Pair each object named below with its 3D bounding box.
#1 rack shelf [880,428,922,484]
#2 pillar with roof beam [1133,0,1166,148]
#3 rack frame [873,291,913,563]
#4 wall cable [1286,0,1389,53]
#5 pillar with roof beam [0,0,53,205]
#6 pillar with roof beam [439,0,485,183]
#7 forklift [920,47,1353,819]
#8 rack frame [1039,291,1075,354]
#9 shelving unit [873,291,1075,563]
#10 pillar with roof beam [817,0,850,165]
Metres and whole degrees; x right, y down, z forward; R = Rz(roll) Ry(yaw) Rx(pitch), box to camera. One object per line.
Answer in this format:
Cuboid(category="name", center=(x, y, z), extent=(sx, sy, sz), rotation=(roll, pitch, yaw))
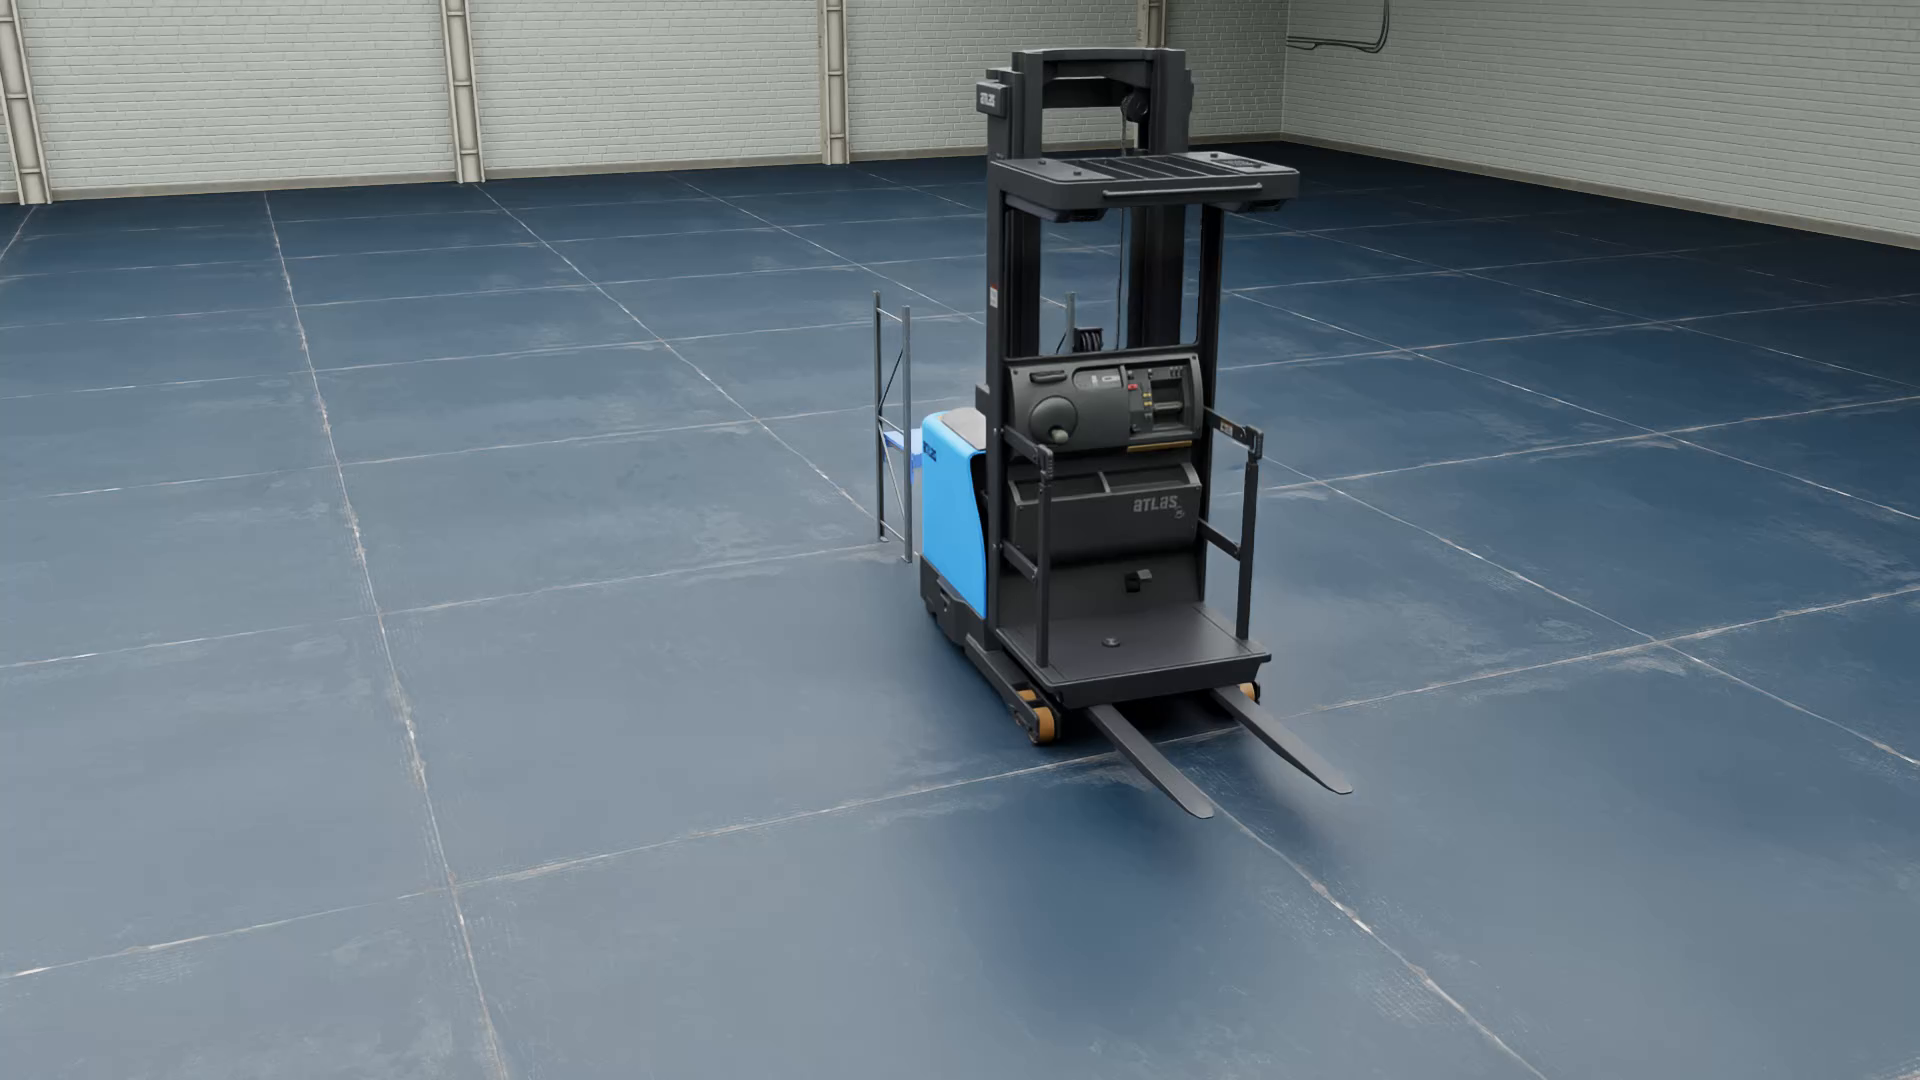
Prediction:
Cuboid(category="rack shelf", center=(0.078, -0.549, 9.865), extent=(1.000, 0.185, 0.538), rotation=(-8, 21, -22))
Cuboid(category="pillar with roof beam", center=(5.112, -10.093, 25.138), extent=(0.400, 9.000, 9.100), rotation=(-8, 21, -22))
Cuboid(category="rack frame", center=(-0.388, -0.652, 9.615), extent=(0.032, 1.500, 0.500), rotation=(-8, 21, -22))
Cuboid(category="wall cable", center=(6.636, -9.926, 29.337), extent=(0.112, 2.526, 3.097), rotation=(-8, 21, -22))
Cuboid(category="pillar with roof beam", center=(-11.416, -7.725, 18.413), extent=(0.400, 9.000, 9.100), rotation=(-8, 21, -22))
Cuboid(category="pillar with roof beam", center=(-5.906, -8.514, 20.654), extent=(0.400, 9.000, 9.100), rotation=(-8, 21, -22))
Cuboid(category="forklift", center=(0.744, -0.623, 7.377), extent=(1.130, 2.935, 3.031), rotation=(-6, 20, -18))
Cuboid(category="rack frame", center=(0.545, -0.786, 9.995), extent=(0.032, 1.500, 0.500), rotation=(-8, 21, -22))
Cuboid(category="shelving unit", center=(0.078, -0.719, 9.805), extent=(1.048, 1.500, 0.538), rotation=(-8, 21, -22))
Cuboid(category="pillar with roof beam", center=(-0.397, -9.304, 22.896), extent=(0.400, 9.000, 9.100), rotation=(-8, 21, -22))
